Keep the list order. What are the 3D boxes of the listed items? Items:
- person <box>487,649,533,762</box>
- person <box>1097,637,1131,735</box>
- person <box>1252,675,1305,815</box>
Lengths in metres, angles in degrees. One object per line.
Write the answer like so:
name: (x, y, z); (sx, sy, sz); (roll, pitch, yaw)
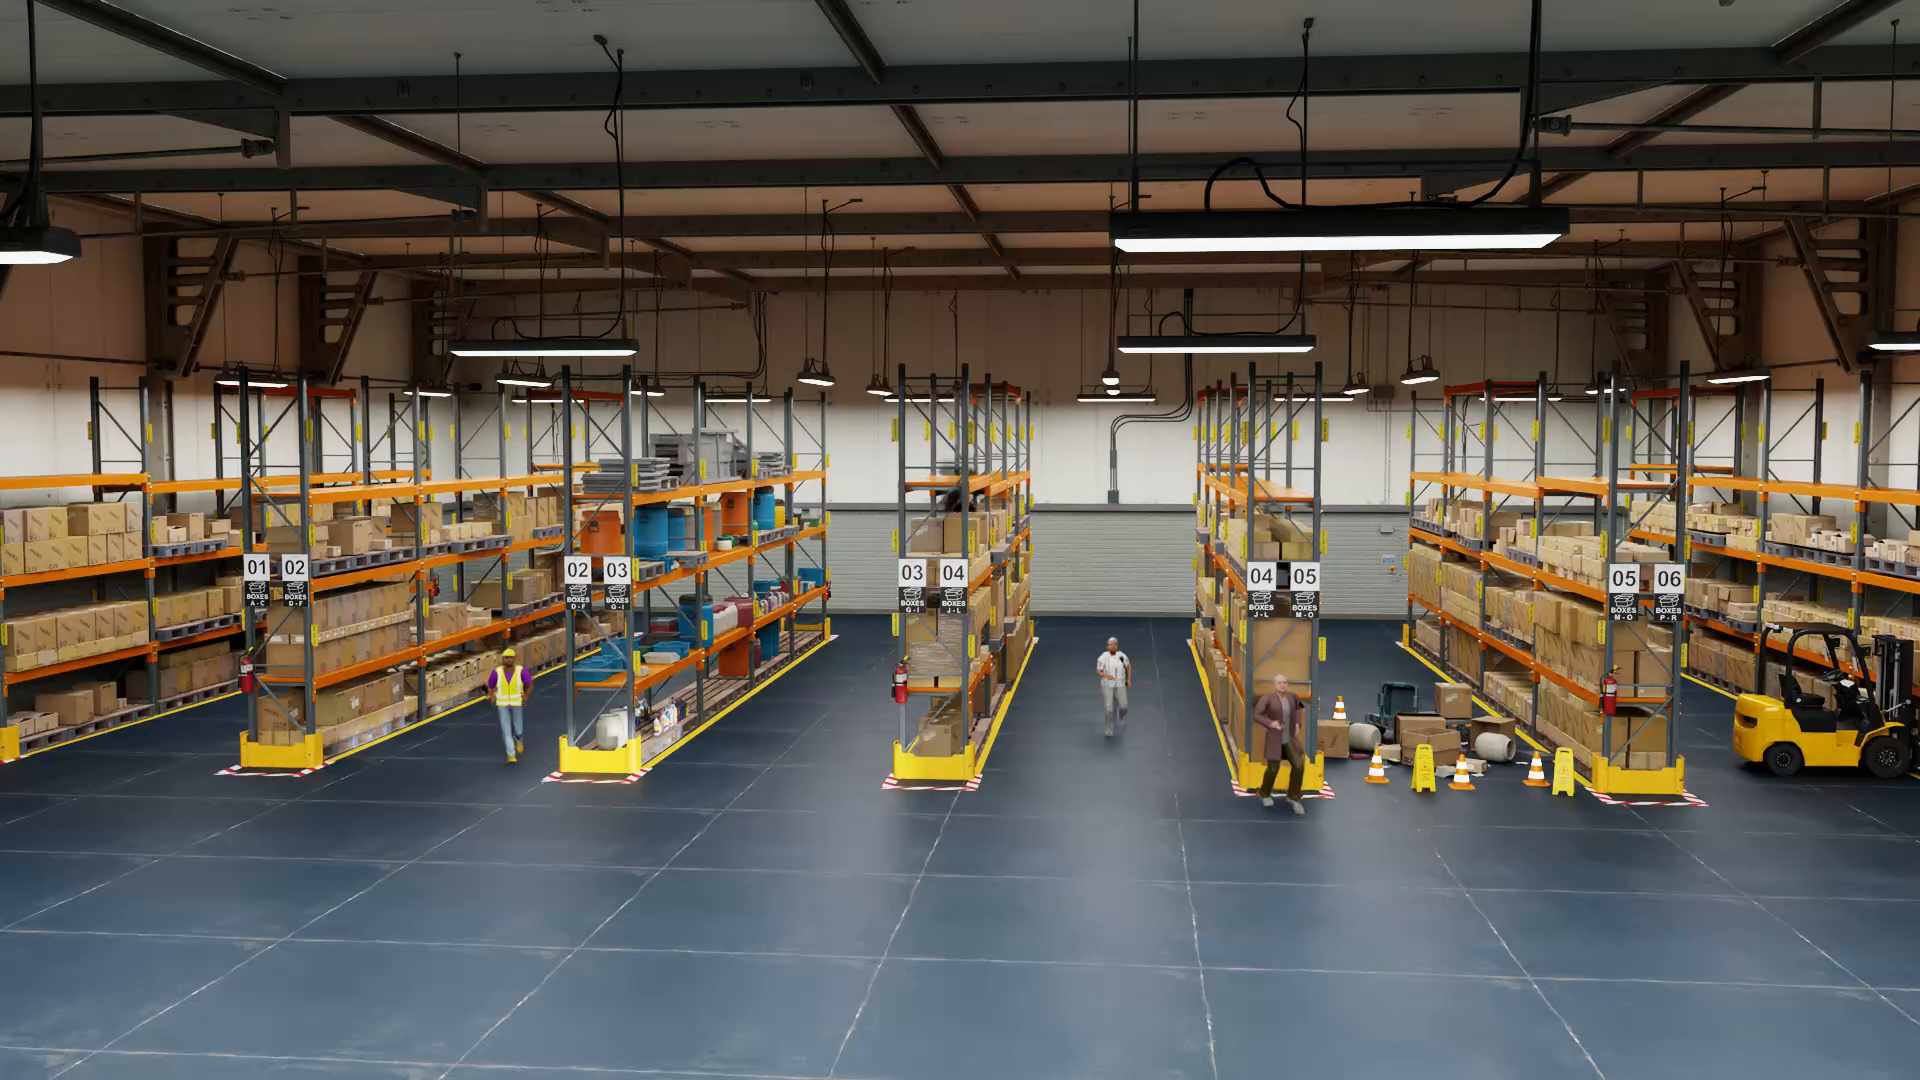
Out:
person: (-6.863, 2.513, 25.371); (0.686, 1.721, 0.567); (-1, 4, -12)
person: (2.574, 2.435, 27.534); (0.613, 1.634, 0.560); (0, 4, -7)
person: (4.254, 2.696, 22.076); (0.770, 1.823, 0.739); (-1, 4, -18)
